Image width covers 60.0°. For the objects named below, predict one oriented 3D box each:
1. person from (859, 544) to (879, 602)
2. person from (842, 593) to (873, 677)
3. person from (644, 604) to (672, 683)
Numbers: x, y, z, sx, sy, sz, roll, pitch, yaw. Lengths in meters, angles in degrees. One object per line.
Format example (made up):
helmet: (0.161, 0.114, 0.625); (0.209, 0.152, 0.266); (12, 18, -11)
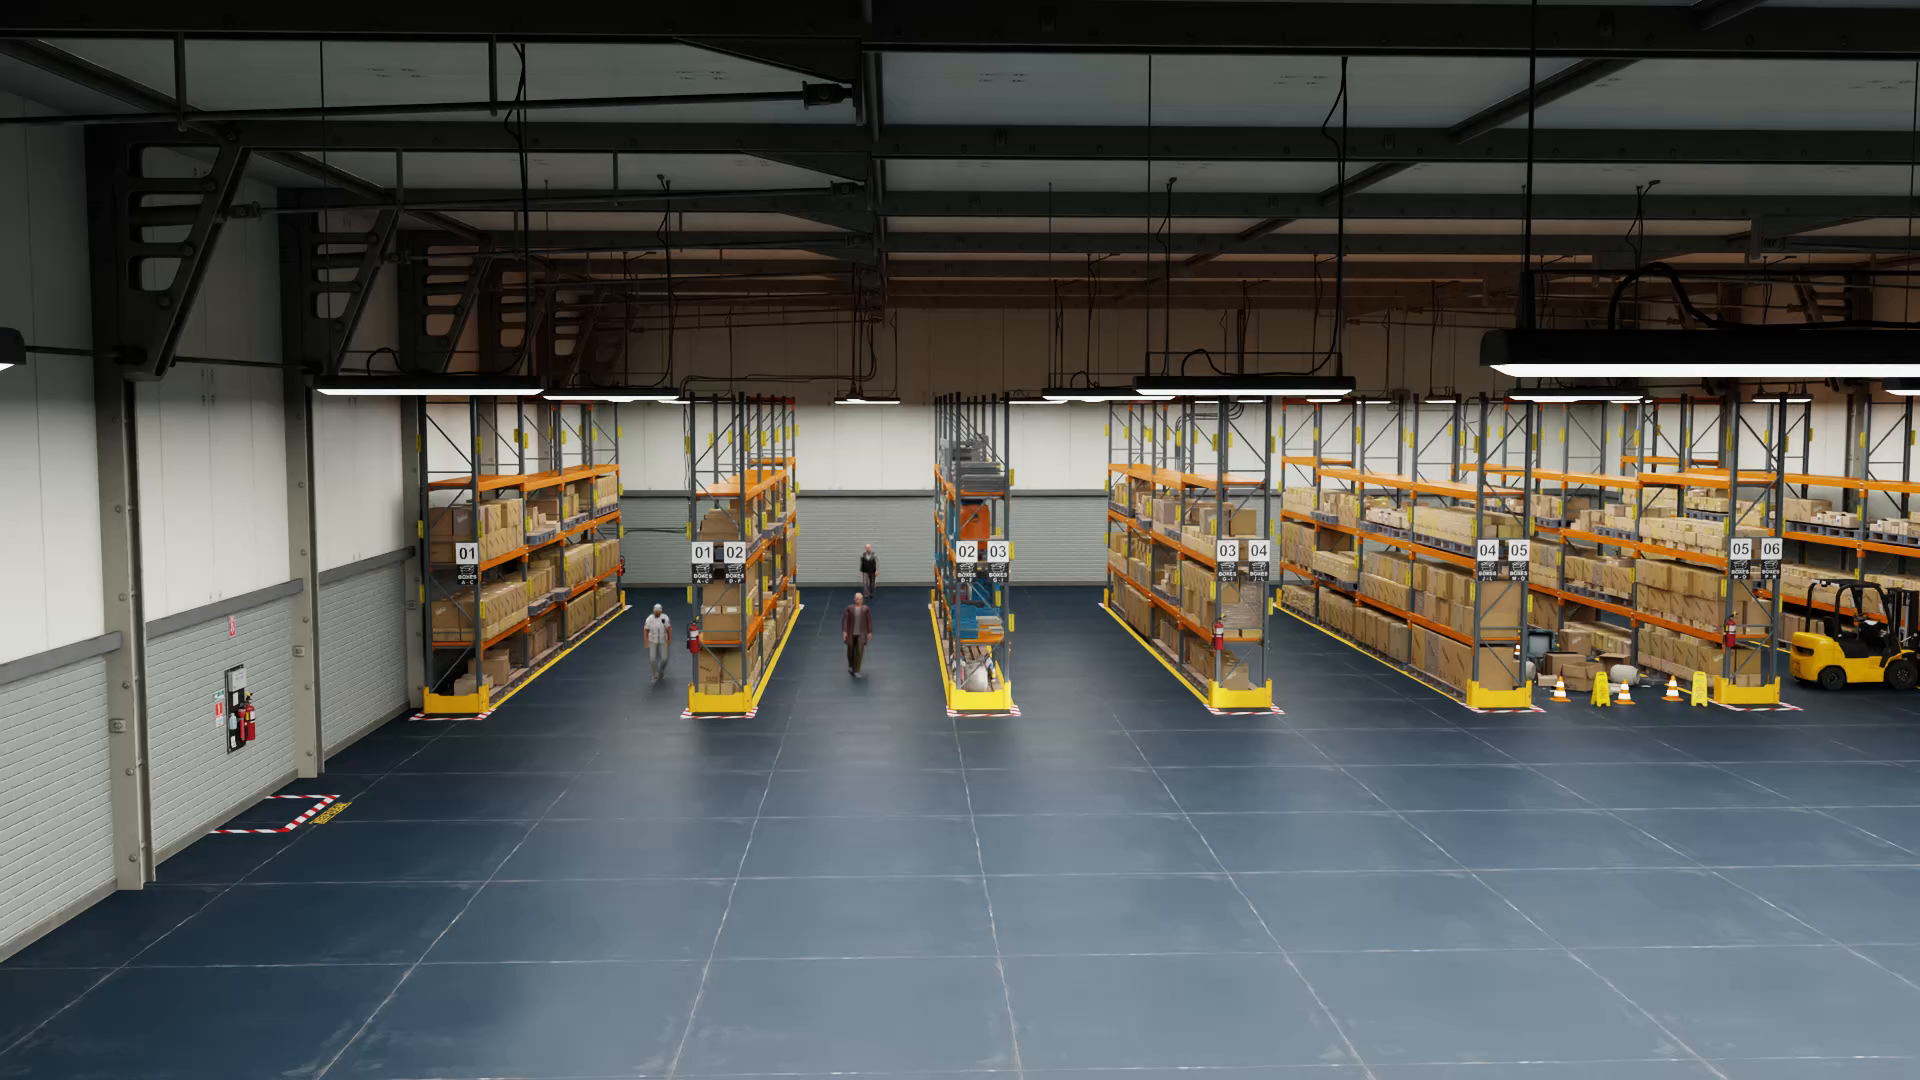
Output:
person: (-2.686, 0.957, 48.991); (0.596, 1.659, 1.074); (0, 5, -2)
person: (-2.193, 2.035, 35.496); (0.675, 1.816, 0.697); (-1, 5, -7)
person: (-6.309, 2.136, 34.713); (0.571, 1.647, 0.561); (-1, 5, -12)
